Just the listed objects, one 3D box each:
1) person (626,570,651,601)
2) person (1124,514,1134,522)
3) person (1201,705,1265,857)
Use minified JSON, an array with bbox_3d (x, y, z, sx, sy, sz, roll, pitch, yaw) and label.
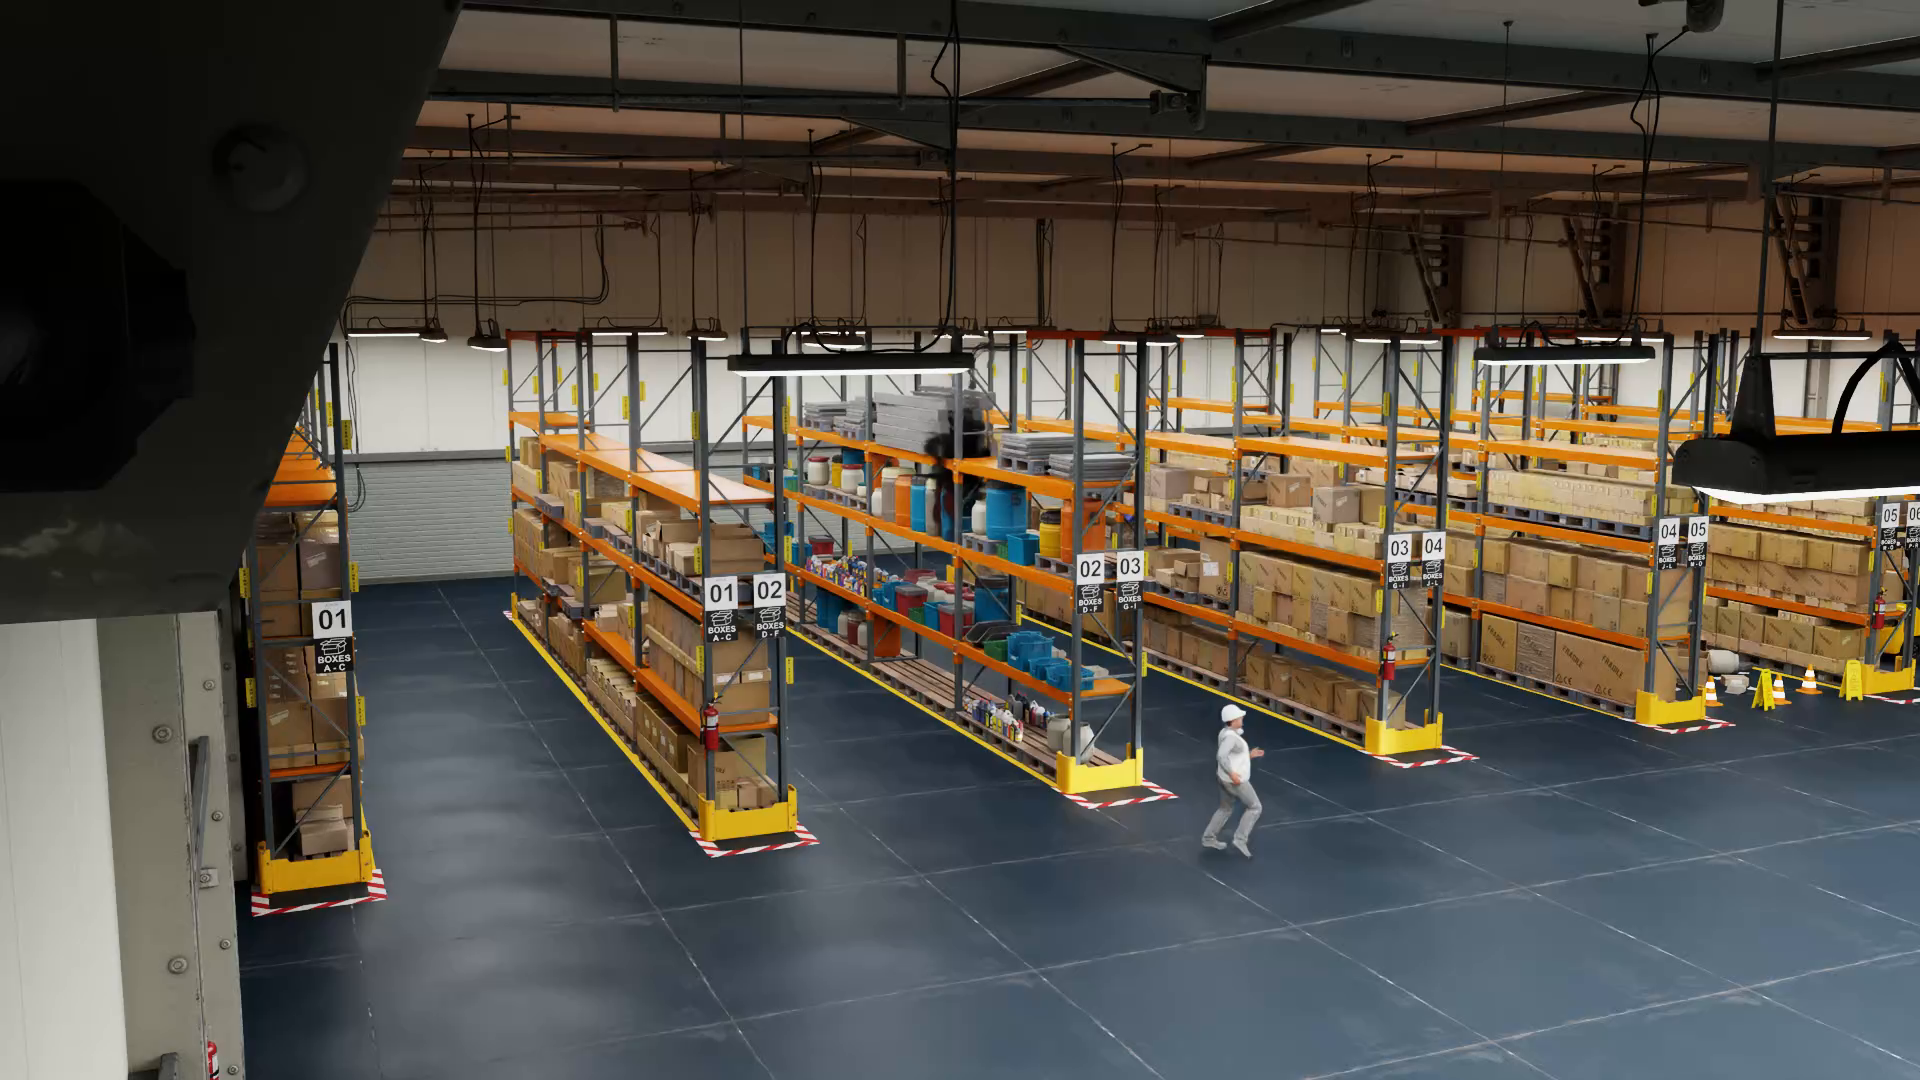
[{"bbox_3d":[-6.680,0.820,34.682,0.626,1.658,0.707,-6,10,-36],"label":"person"},{"bbox_3d":[4.201,-0.115,41.574,0.579,1.648,0.803,5,9,32],"label":"person"},{"bbox_3d":[3.219,2.823,19.479,0.724,1.813,0.625,-1,8,-8],"label":"person"}]
